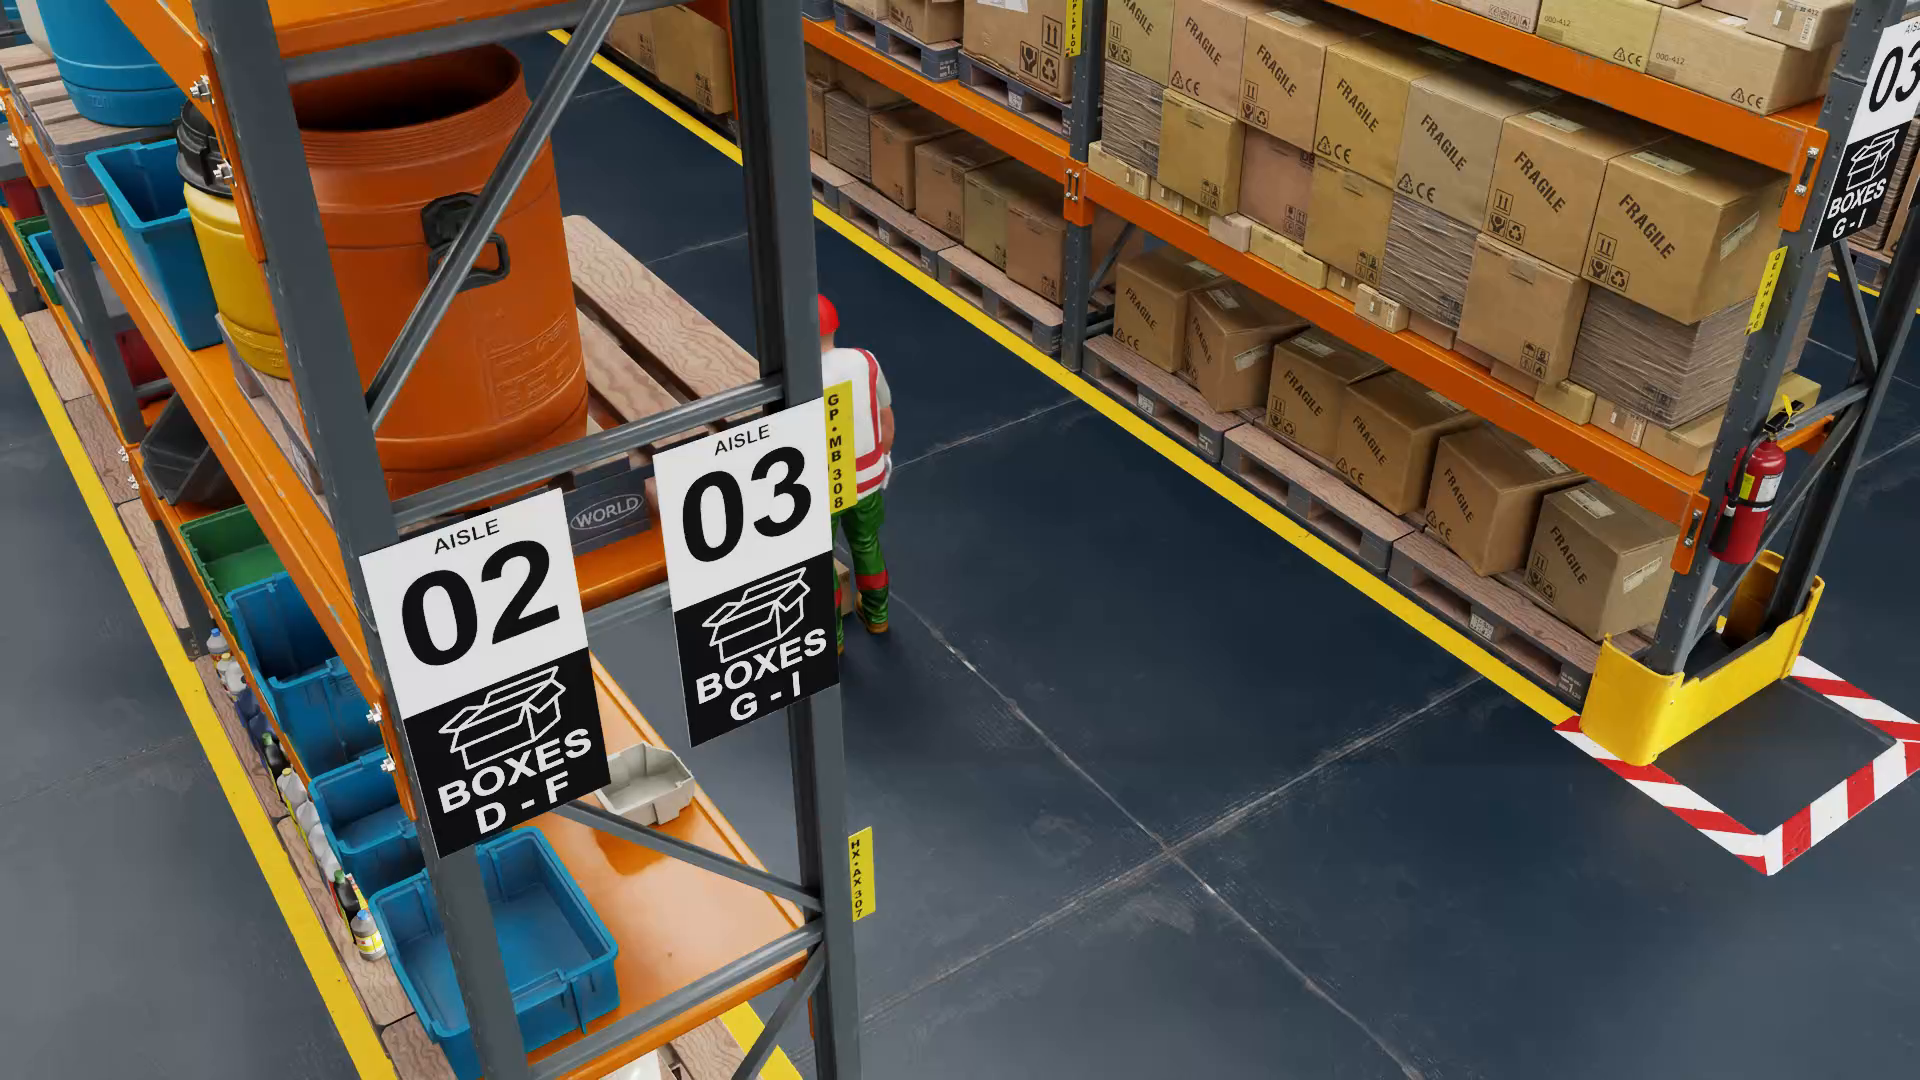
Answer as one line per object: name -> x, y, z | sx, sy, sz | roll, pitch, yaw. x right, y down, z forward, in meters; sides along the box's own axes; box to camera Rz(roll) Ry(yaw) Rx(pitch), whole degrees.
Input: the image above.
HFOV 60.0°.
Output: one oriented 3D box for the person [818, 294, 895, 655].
person -> -0.558, -0.275, 7.369 | 0.606, 1.778, 0.453 | -23, 42, -28
